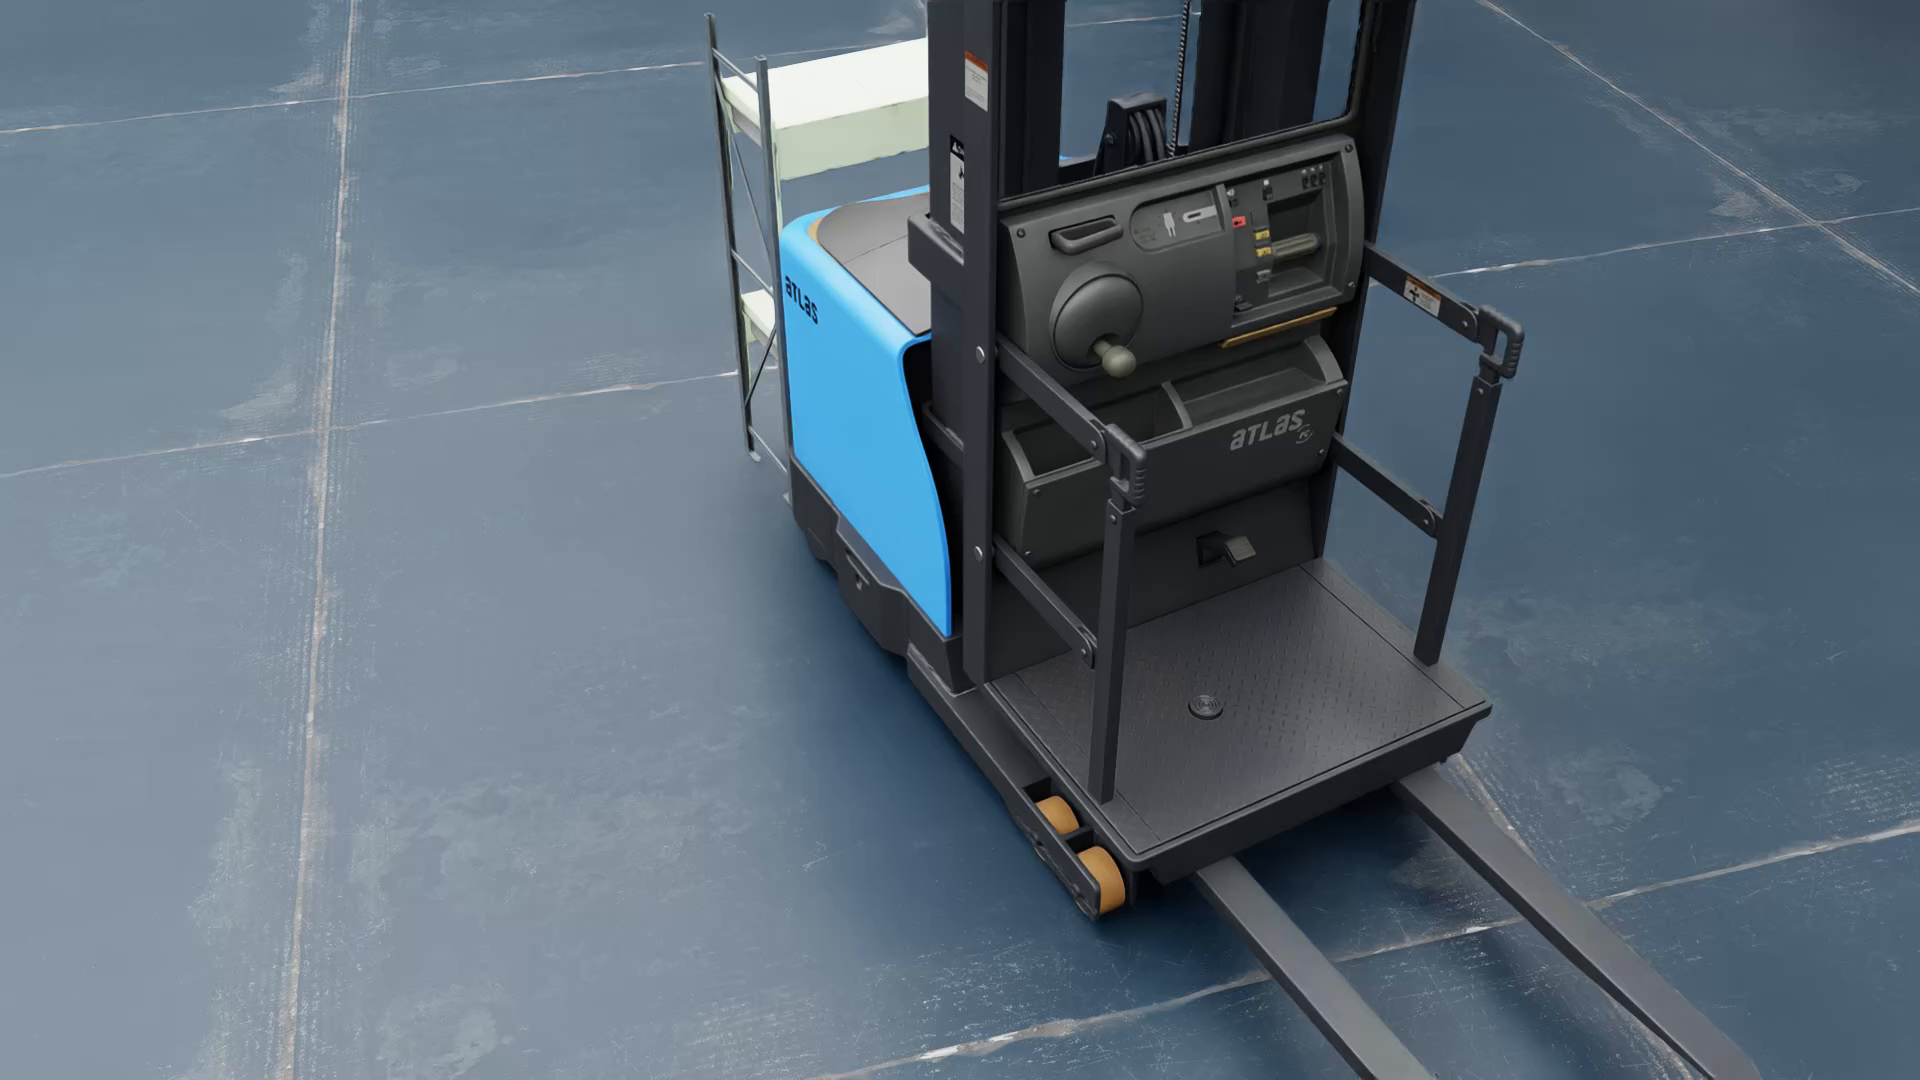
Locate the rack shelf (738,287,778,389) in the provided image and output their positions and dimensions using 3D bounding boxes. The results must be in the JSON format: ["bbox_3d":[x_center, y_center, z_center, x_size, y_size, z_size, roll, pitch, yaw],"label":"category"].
[{"bbox_3d":[-0.305,-0.650,5.401,0.720,0.370,0.431,-19,41,-23],"label":"rack shelf"}]

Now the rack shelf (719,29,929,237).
[{"bbox_3d":[-0.305,-1.219,4.966,0.720,0.370,0.431,-19,41,-23],"label":"rack shelf"}]

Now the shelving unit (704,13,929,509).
[{"bbox_3d":[-0.305,-0.909,5.203,0.755,1.500,0.431,-19,41,-23],"label":"shelving unit"}]

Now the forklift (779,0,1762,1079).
[{"bbox_3d":[0.630,-0.569,3.581,1.130,2.935,3.031,-19,41,-23],"label":"forklift"}]

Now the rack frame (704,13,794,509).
[{"bbox_3d":[-0.625,-0.801,5.062,0.023,1.500,0.400,-19,41,-23],"label":"rack frame"}]
